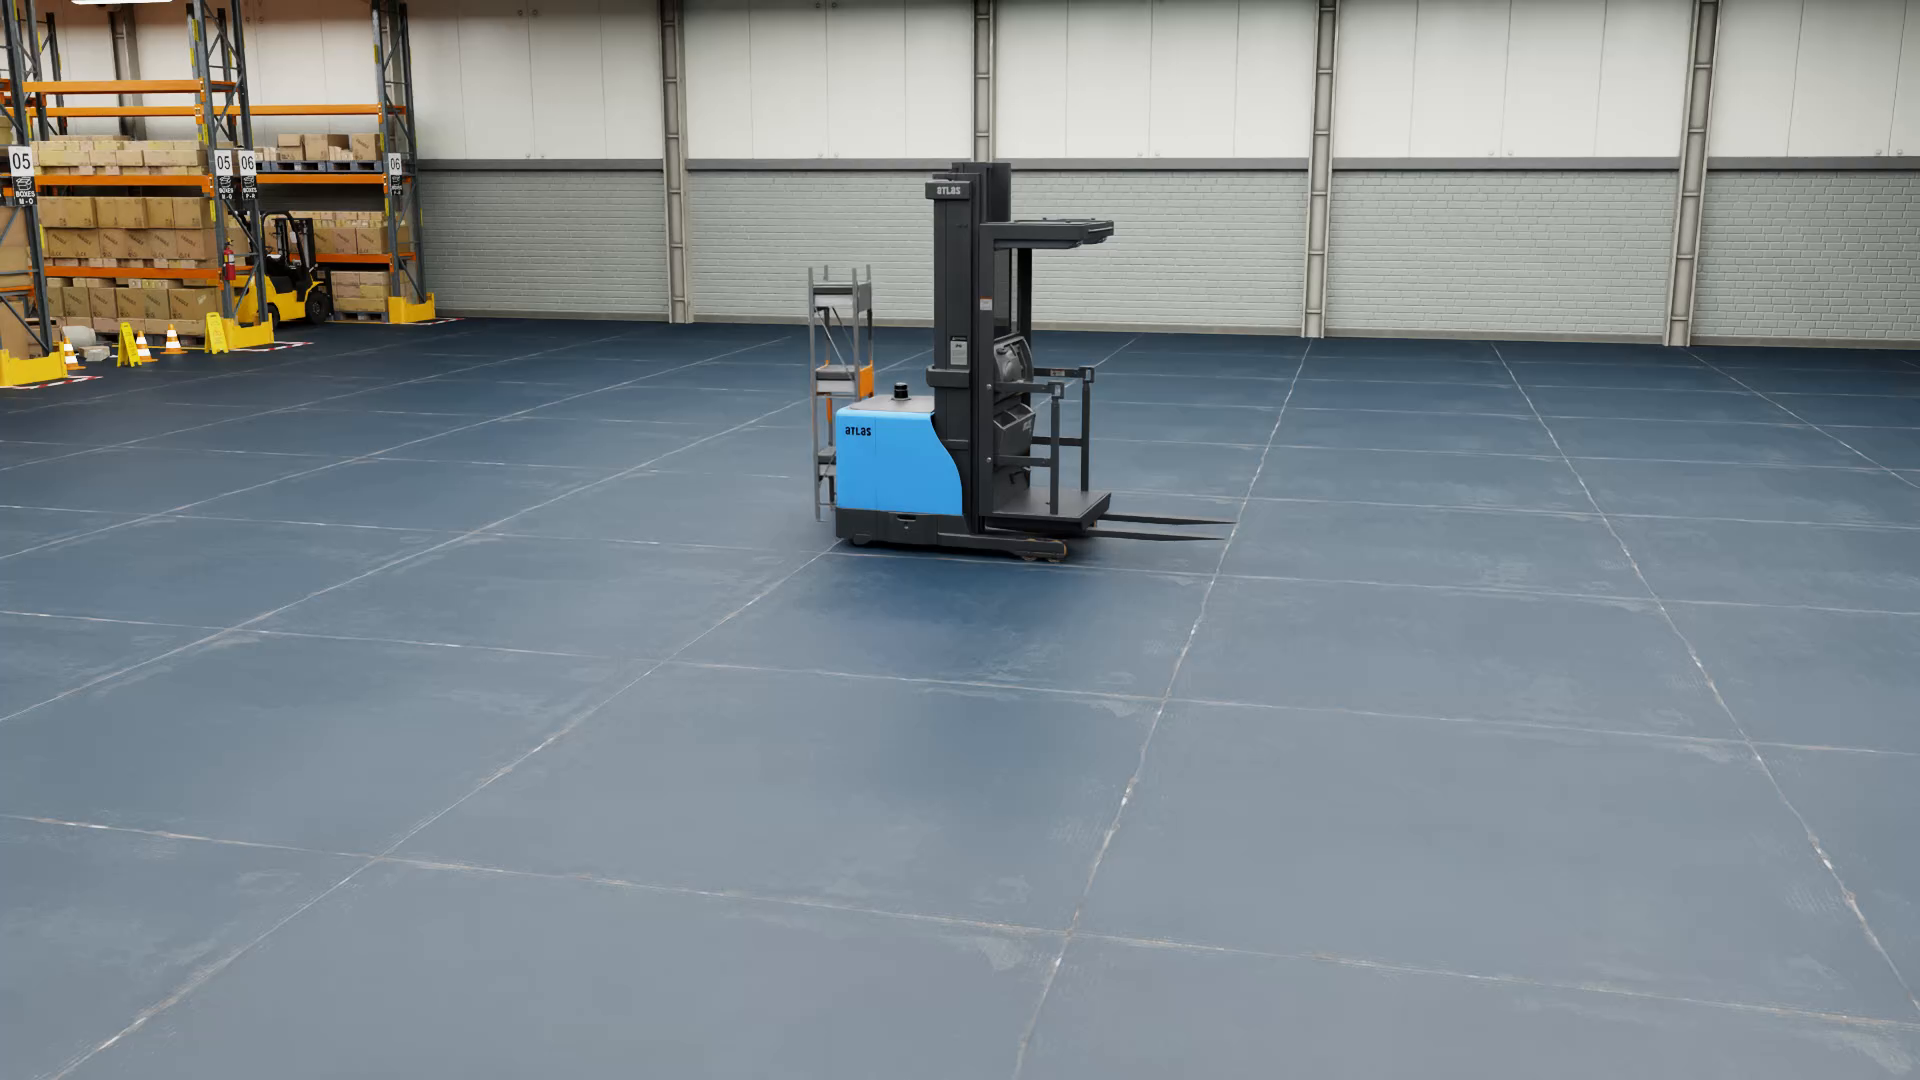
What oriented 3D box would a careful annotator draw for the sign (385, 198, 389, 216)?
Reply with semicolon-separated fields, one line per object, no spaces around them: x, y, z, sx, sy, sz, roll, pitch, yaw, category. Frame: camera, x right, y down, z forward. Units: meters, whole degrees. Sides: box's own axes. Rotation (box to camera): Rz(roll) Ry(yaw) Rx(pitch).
-10.909;-6.340;31.664;0.005;0.325;0.100;3;13;14;sign

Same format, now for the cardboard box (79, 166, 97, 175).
-14.360;-6.125;27.568;0.250;0.149;0.380;3;13;12;cardboard box

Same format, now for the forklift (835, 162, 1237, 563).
0.599;-1.390;12.732;3.031;2.935;1.130;4;13;17;forklift

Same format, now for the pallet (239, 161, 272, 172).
-13.815;-7.362;32.771;1.213;0.211;1.003;3;13;14;pallet

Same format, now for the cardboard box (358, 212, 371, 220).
-11.411;-6.264;32.125;0.250;0.149;0.380;3;13;14;cardboard box

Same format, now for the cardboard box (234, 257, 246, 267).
-12.231;-4.667;27.923;0.250;0.149;0.380;3;13;14;cardboard box

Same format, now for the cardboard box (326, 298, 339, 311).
-12.262;-4.649;32.640;0.500;0.250;0.500;3;13;14;cardboard box

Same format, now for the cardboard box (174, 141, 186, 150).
-12.591;-6.436;27.132;0.250;0.149;0.380;3;13;15;cardboard box

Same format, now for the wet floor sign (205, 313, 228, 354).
-12.023;-3.344;26.817;0.232;0.644;0.267;8;15;33;wet floor sign

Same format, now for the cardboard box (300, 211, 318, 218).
-12.654;-6.336;32.450;0.250;0.149;0.380;3;13;14;cardboard box

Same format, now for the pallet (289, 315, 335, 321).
-12.699;-4.506;33.055;1.213;0.211;1.003;3;13;14;pallet

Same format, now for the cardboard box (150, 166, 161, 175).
-13.094;-6.084;27.385;0.250;0.149;0.380;3;13;14;cardboard box

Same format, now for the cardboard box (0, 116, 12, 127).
-13.287;-5.751;22.844;0.250;0.149;0.380;3;13;14;cardboard box

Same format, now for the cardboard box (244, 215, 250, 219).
-13.885;-6.406;32.766;0.250;0.149;0.380;3;13;12;cardboard box

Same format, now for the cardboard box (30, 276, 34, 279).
-19.073;-5.461;34.228;0.250;0.149;0.380;2;13;11;cardboard box

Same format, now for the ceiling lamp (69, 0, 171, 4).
-15.041;-11.289;29.864;2.000;3.185;0.800;3;13;14;ceiling lamp

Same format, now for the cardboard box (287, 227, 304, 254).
-12.796;-5.871;32.538;0.500;0.500;0.500;3;13;14;cardboard box

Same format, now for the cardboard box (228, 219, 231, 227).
-14.403;-6.274;32.857;0.250;0.149;0.380;3;13;13;cardboard box

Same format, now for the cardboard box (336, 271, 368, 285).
-11.785;-5.107;32.396;0.500;0.250;0.500;3;13;15;cardboard box

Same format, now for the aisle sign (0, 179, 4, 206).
-13.042;-4.885;22.323;0.004;0.787;0.394;3;13;14;aisle sign

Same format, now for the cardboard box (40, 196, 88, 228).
-14.969;-5.519;27.956;0.500;0.500;0.700;3;13;14;cardboard box

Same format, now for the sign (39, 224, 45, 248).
-12.900;-4.260;23.327;0.005;0.325;0.100;3;13;14;sign

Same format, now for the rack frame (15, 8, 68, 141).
-18.533;-9.116;33.548;0.127;3.000;1.000;3;13;14;rack frame

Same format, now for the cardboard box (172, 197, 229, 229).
-12.499;-5.391;27.382;0.500;0.500;0.700;3;13;12;cardboard box

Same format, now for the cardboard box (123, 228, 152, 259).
-13.514;-4.946;27.685;0.500;0.500;0.500;3;13;13;cardboard box

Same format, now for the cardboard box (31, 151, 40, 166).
-15.473;-6.392;27.853;0.500;0.250;0.500;3;13;12;cardboard box

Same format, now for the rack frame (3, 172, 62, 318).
-15.835;-4.936;28.556;0.127;3.000;1.000;3;13;14;rack frame

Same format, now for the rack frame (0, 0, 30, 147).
-13.039;-6.611;22.255;0.127;3.000;1.000;3;13;14;rack frame

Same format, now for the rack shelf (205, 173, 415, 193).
-12.707;-6.989;32.547;4.000;0.370;1.077;3;13;14;rack shelf

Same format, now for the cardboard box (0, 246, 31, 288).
-13.410;-3.765;22.933;0.550;0.550;0.875;3;13;14;cardboard box

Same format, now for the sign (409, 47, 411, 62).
-10.627;-9.351;32.083;0.005;0.325;0.100;3;13;14;sign

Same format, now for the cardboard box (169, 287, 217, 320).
-12.792;-3.944;27.732;0.500;0.500;0.500;3;13;14;cardboard box

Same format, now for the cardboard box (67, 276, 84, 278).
-17.930;-5.198;34.250;0.625;0.625;0.875;3;13;15;cardboard box

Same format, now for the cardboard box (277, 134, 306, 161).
-12.783;-7.625;32.314;0.637;0.503;0.797;3;13;15;cardboard box

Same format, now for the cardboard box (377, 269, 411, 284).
-11.187;-5.188;32.762;0.500;0.250;0.500;3;13;13;cardboard box

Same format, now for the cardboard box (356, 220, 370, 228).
-11.425;-6.104;32.092;0.250;0.149;0.380;3;13;14;cardboard box

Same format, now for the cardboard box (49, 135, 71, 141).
-17.888;-7.866;33.405;0.500;0.500;0.500;3;13;14;cardboard box

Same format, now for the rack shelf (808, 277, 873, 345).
-0.984;-1.897;13.753;0.431;0.518;0.480;2;13;10;rack shelf

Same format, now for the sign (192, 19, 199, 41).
-12.104;-8.075;26.331;0.005;0.325;0.100;3;13;14;sign

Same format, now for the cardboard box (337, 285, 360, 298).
-11.797;-4.867;32.469;0.500;0.250;0.500;3;13;13;cardboard box

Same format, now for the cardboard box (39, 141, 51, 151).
-15.093;-6.559;27.686;0.250;0.149;0.380;3;13;12;cardboard box

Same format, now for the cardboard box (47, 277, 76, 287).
-15.220;-4.375;28.177;0.250;0.149;0.380;3;13;14;cardboard box

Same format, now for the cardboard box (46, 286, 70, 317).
-15.327;-4.077;28.333;0.500;0.500;0.500;4;13;16;cardboard box

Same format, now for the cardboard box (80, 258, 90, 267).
-14.585;-4.693;28.039;0.250;0.149;0.380;3;13;13;cardboard box

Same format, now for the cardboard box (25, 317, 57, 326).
-15.120;-3.375;27.286;0.500;0.500;0.500;-9;15;-35;cardboard box

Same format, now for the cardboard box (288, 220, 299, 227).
-12.906;-6.189;32.476;0.250;0.149;0.380;3;13;12;cardboard box

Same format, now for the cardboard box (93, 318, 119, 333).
-14.290;-3.659;28.179;0.500;0.250;0.500;3;13;13;cardboard box

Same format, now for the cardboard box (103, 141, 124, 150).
-13.847;-6.487;27.363;0.250;0.149;0.380;3;13;15;cardboard box

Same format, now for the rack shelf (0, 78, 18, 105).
-14.981;-6.168;22.844;4.000;0.370;1.077;3;13;14;rack shelf

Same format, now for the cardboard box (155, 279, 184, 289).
-13.164;-4.265;27.684;0.250;0.149;0.380;3;13;15;cardboard box

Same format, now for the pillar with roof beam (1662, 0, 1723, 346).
11.044;-6.776;22.999;0.400;9.000;9.100;3;13;14;pillar with roof beam

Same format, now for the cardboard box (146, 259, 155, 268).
-13.354;-4.638;27.791;0.250;0.149;0.380;3;13;14;cardboard box

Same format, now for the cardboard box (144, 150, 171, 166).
-12.998;-6.264;27.276;0.500;0.250;0.500;3;13;13;cardboard box

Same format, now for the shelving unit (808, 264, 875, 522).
-0.977;-1.227;13.902;0.431;2.100;0.503;2;13;10;shelving unit
